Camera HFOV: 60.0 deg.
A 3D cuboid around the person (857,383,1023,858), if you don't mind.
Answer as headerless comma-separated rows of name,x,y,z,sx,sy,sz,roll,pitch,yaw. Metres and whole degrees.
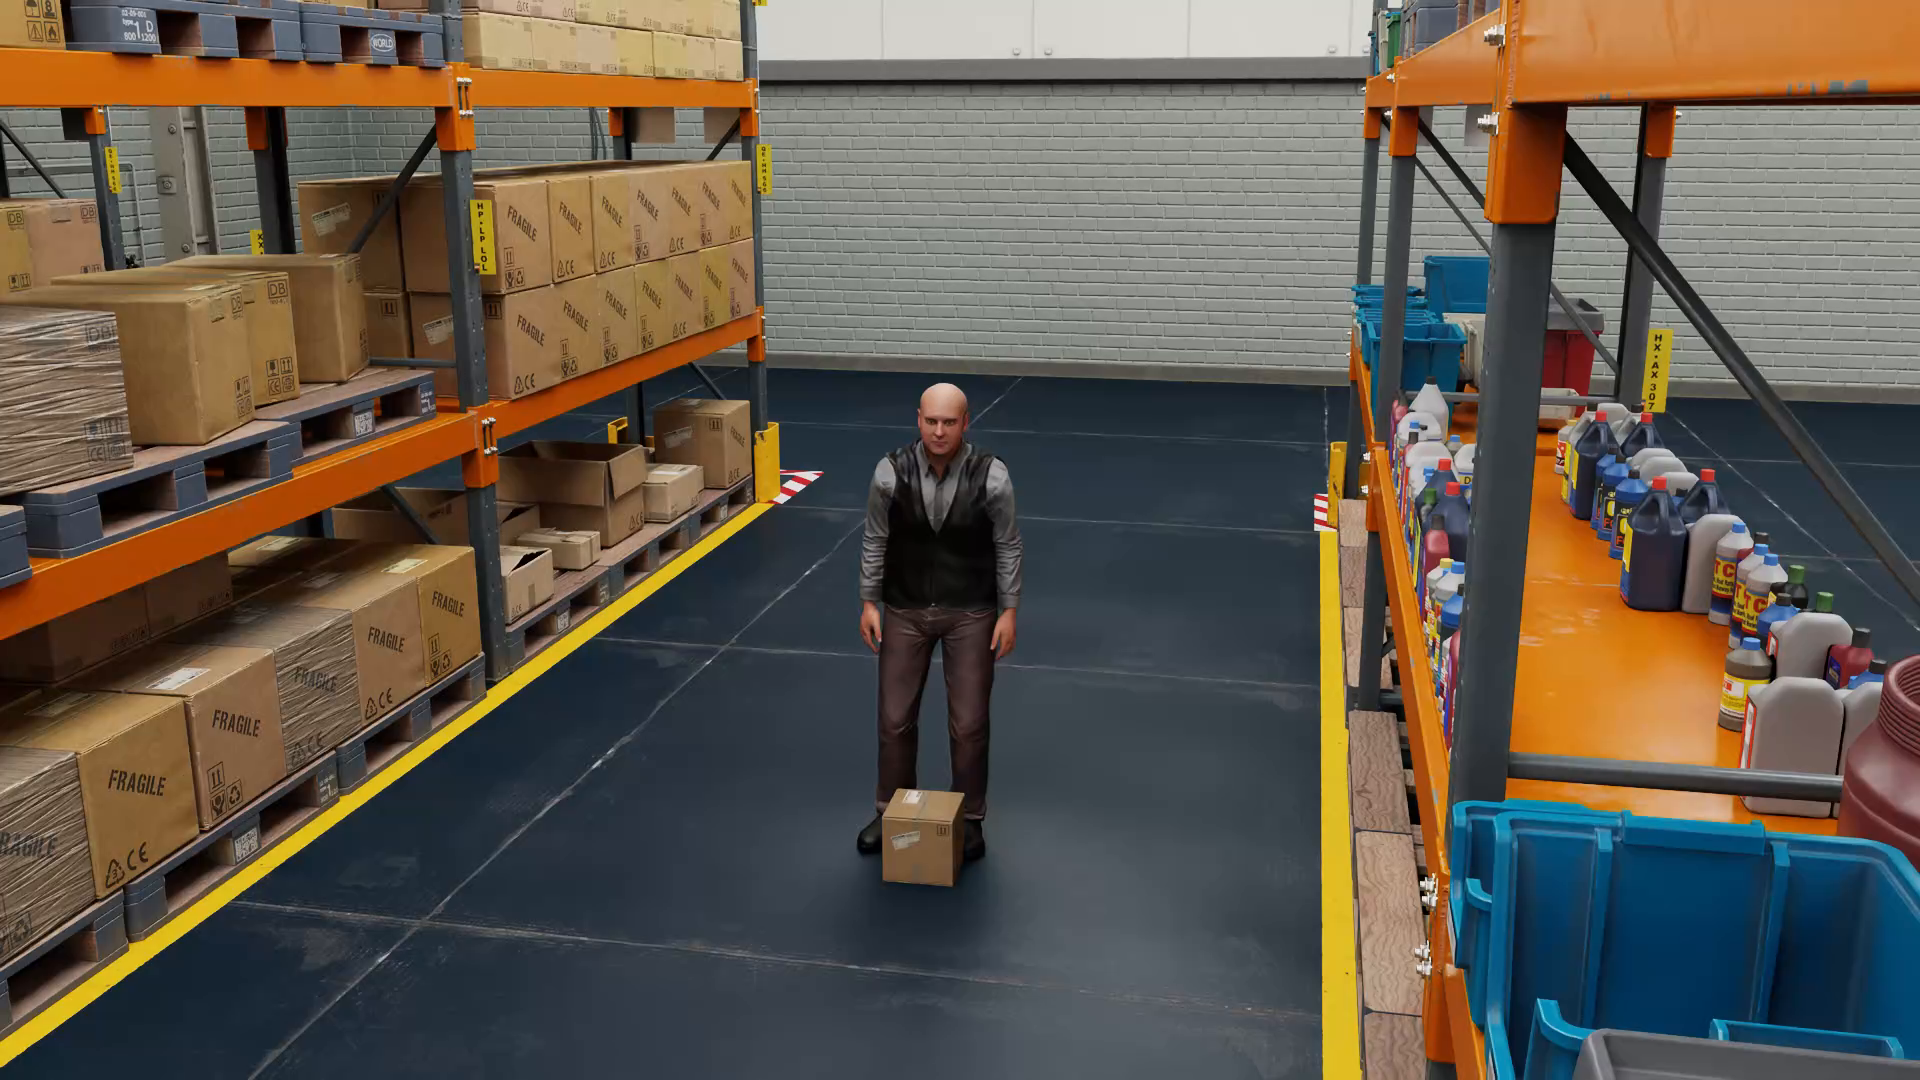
person,-0.072,0.275,5.999,0.591,1.720,0.423,2,15,8
